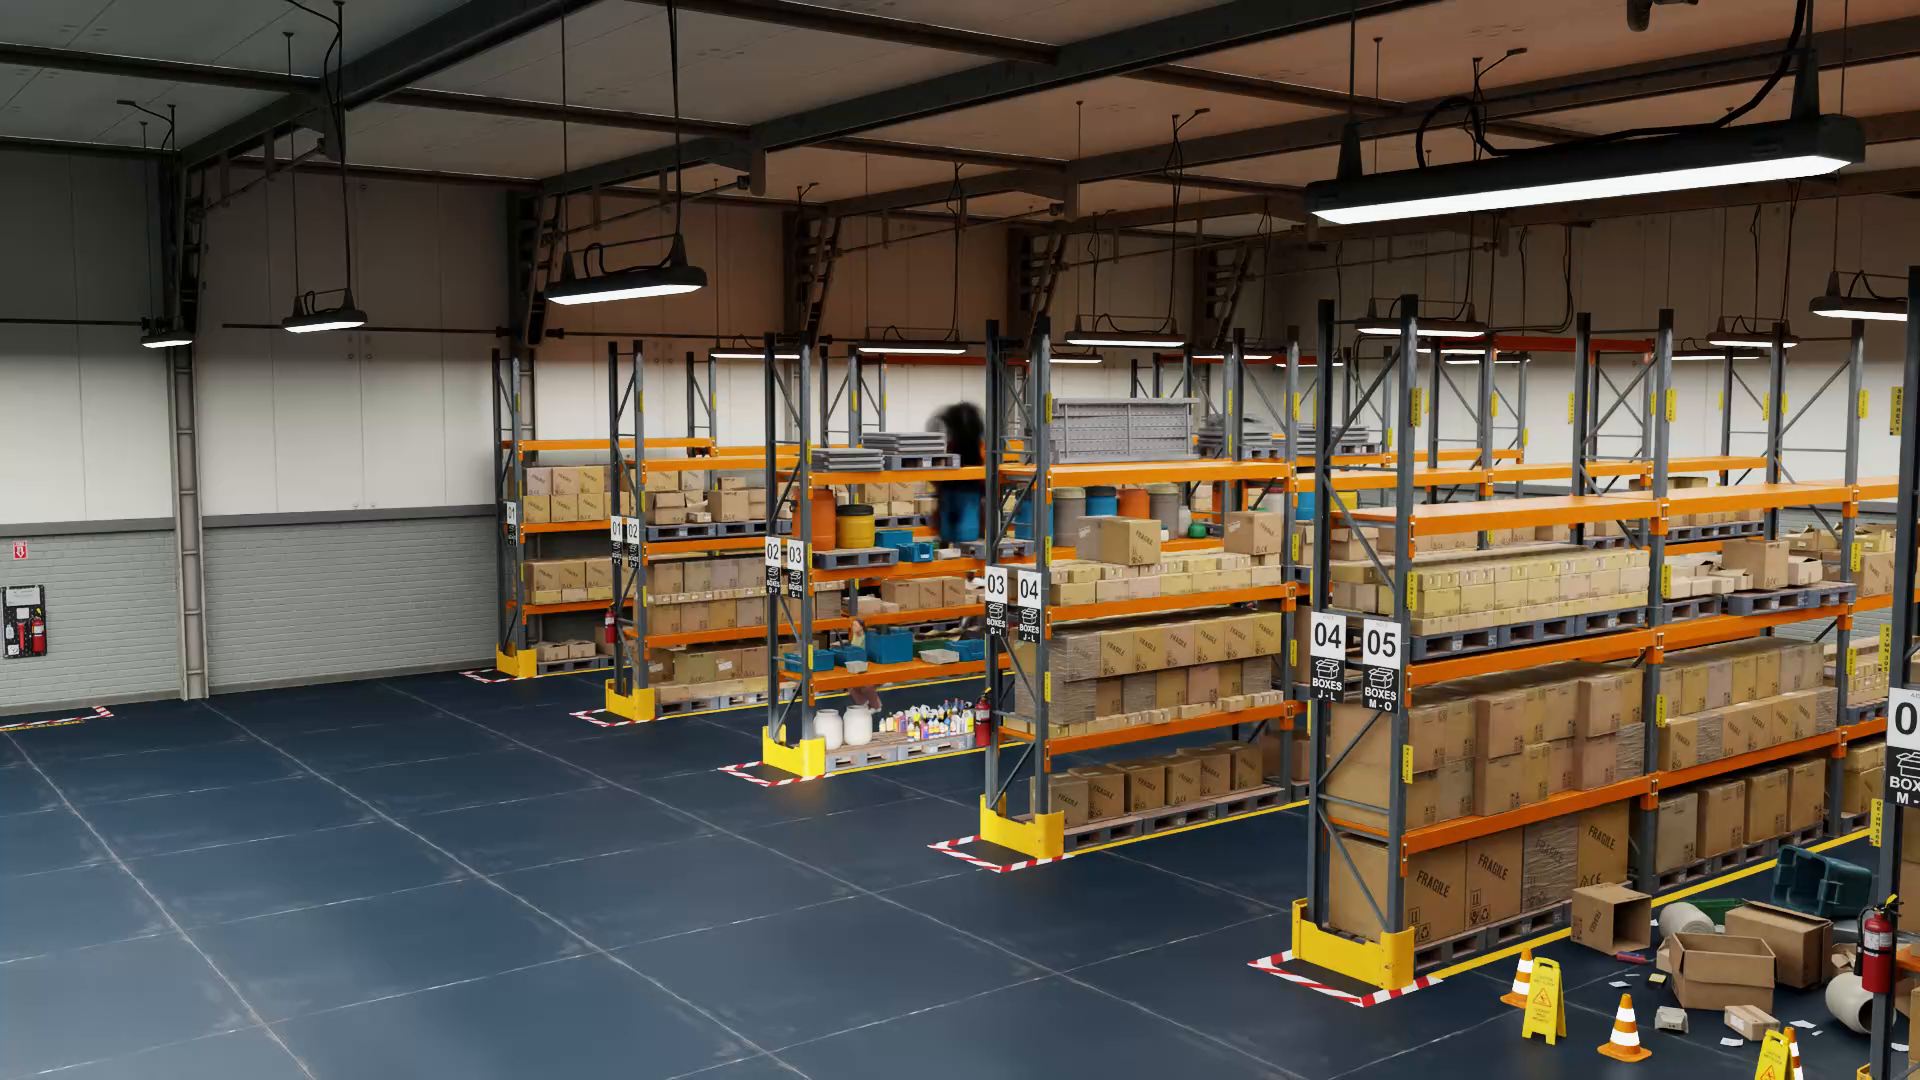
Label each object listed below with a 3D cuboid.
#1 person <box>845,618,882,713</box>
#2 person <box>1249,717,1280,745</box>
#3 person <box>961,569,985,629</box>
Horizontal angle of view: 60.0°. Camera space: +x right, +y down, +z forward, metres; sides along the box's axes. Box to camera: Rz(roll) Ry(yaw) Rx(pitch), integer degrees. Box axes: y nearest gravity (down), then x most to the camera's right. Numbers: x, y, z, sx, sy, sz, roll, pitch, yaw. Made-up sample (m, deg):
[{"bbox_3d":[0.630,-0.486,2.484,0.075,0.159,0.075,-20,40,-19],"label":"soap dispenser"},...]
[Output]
[{"bbox_3d":[-1.527,2.025,26.740,0.749,1.593,0.591,-5,7,-44],"label":"person"},{"bbox_3d":[4.390,2.266,23.555,0.727,1.641,0.815,0,5,-4],"label":"person"},{"bbox_3d":[0.230,1.387,33.059,0.832,1.812,0.658,-3,6,-30],"label":"person"}]
